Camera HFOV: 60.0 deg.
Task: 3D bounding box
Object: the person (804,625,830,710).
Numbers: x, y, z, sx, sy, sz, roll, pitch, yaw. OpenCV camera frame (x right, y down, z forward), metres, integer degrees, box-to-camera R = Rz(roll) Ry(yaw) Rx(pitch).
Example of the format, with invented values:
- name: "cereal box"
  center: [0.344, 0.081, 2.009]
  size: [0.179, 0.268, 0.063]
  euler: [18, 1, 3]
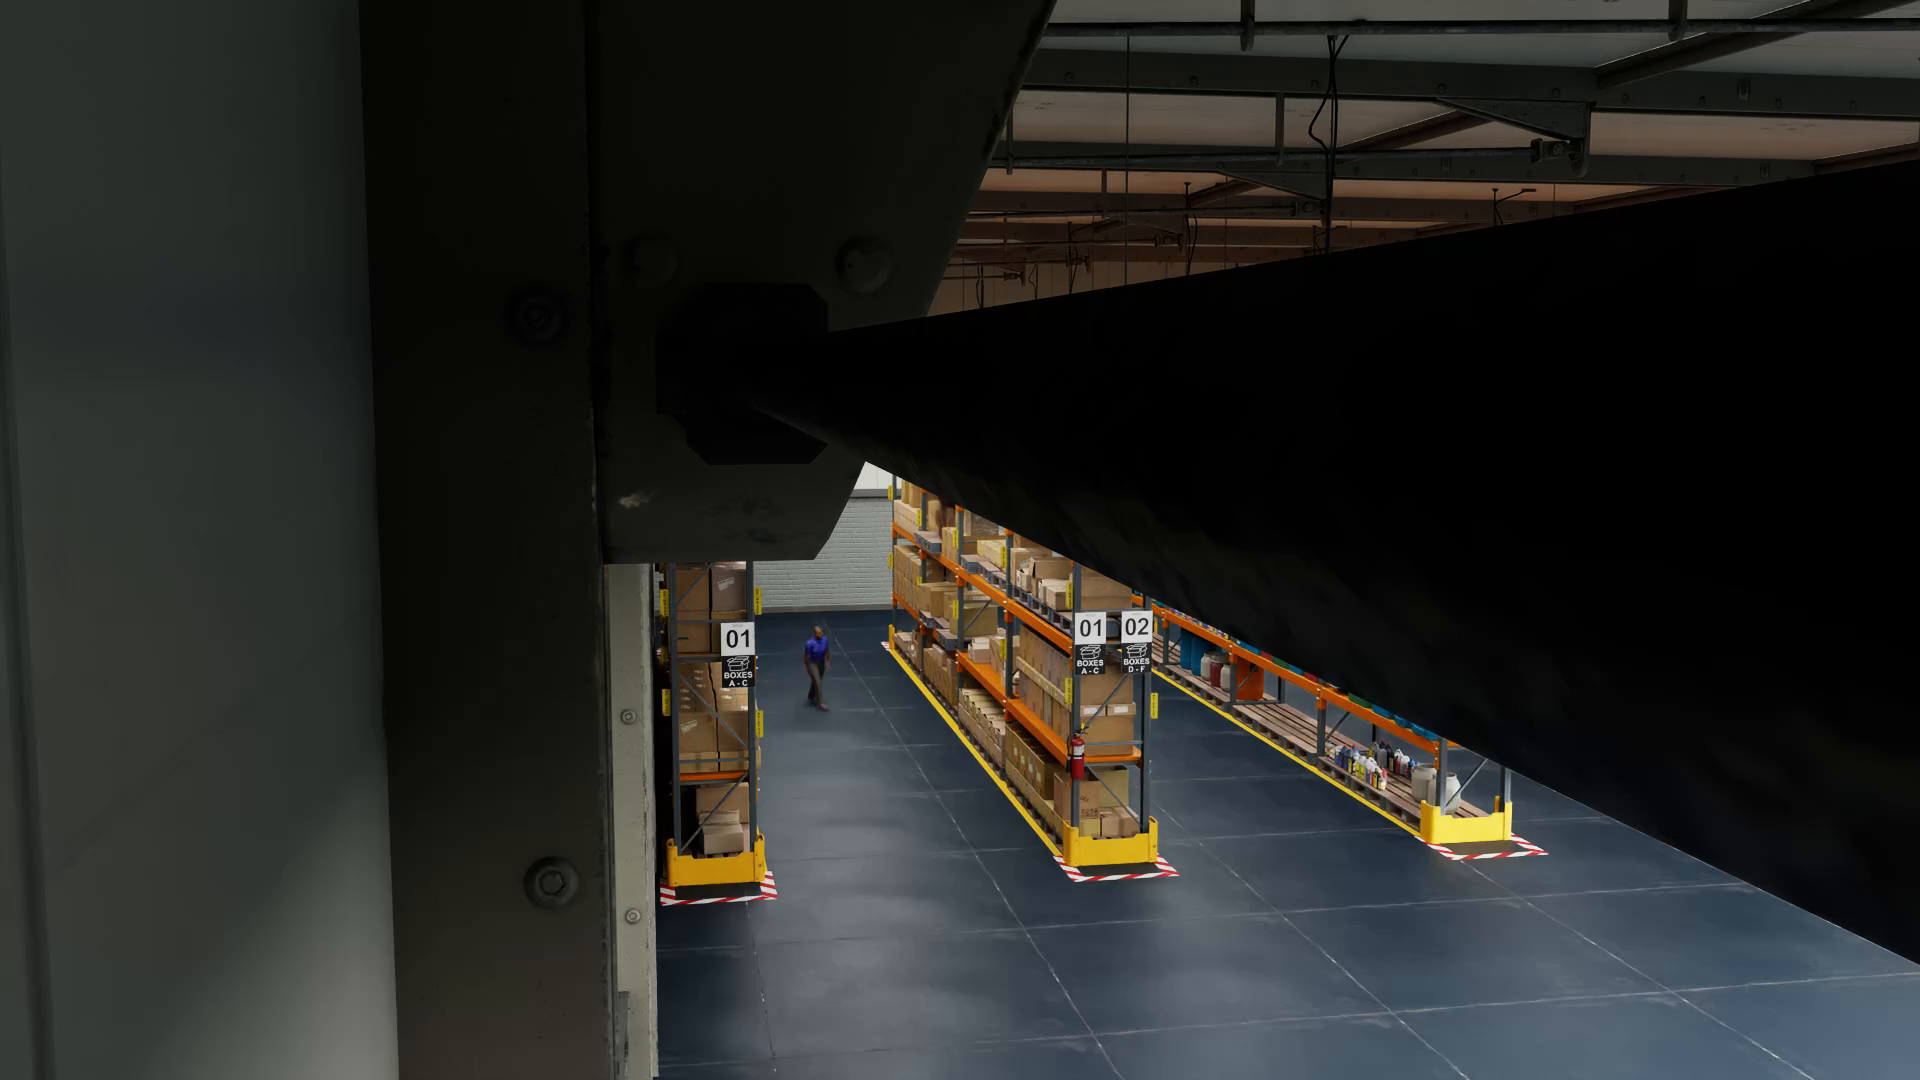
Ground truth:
- name: "person"
  center: [-2.627, 2.282, 30.412]
  size: [0.567, 1.541, 0.912]
  euler: [-5, 8, -39]
